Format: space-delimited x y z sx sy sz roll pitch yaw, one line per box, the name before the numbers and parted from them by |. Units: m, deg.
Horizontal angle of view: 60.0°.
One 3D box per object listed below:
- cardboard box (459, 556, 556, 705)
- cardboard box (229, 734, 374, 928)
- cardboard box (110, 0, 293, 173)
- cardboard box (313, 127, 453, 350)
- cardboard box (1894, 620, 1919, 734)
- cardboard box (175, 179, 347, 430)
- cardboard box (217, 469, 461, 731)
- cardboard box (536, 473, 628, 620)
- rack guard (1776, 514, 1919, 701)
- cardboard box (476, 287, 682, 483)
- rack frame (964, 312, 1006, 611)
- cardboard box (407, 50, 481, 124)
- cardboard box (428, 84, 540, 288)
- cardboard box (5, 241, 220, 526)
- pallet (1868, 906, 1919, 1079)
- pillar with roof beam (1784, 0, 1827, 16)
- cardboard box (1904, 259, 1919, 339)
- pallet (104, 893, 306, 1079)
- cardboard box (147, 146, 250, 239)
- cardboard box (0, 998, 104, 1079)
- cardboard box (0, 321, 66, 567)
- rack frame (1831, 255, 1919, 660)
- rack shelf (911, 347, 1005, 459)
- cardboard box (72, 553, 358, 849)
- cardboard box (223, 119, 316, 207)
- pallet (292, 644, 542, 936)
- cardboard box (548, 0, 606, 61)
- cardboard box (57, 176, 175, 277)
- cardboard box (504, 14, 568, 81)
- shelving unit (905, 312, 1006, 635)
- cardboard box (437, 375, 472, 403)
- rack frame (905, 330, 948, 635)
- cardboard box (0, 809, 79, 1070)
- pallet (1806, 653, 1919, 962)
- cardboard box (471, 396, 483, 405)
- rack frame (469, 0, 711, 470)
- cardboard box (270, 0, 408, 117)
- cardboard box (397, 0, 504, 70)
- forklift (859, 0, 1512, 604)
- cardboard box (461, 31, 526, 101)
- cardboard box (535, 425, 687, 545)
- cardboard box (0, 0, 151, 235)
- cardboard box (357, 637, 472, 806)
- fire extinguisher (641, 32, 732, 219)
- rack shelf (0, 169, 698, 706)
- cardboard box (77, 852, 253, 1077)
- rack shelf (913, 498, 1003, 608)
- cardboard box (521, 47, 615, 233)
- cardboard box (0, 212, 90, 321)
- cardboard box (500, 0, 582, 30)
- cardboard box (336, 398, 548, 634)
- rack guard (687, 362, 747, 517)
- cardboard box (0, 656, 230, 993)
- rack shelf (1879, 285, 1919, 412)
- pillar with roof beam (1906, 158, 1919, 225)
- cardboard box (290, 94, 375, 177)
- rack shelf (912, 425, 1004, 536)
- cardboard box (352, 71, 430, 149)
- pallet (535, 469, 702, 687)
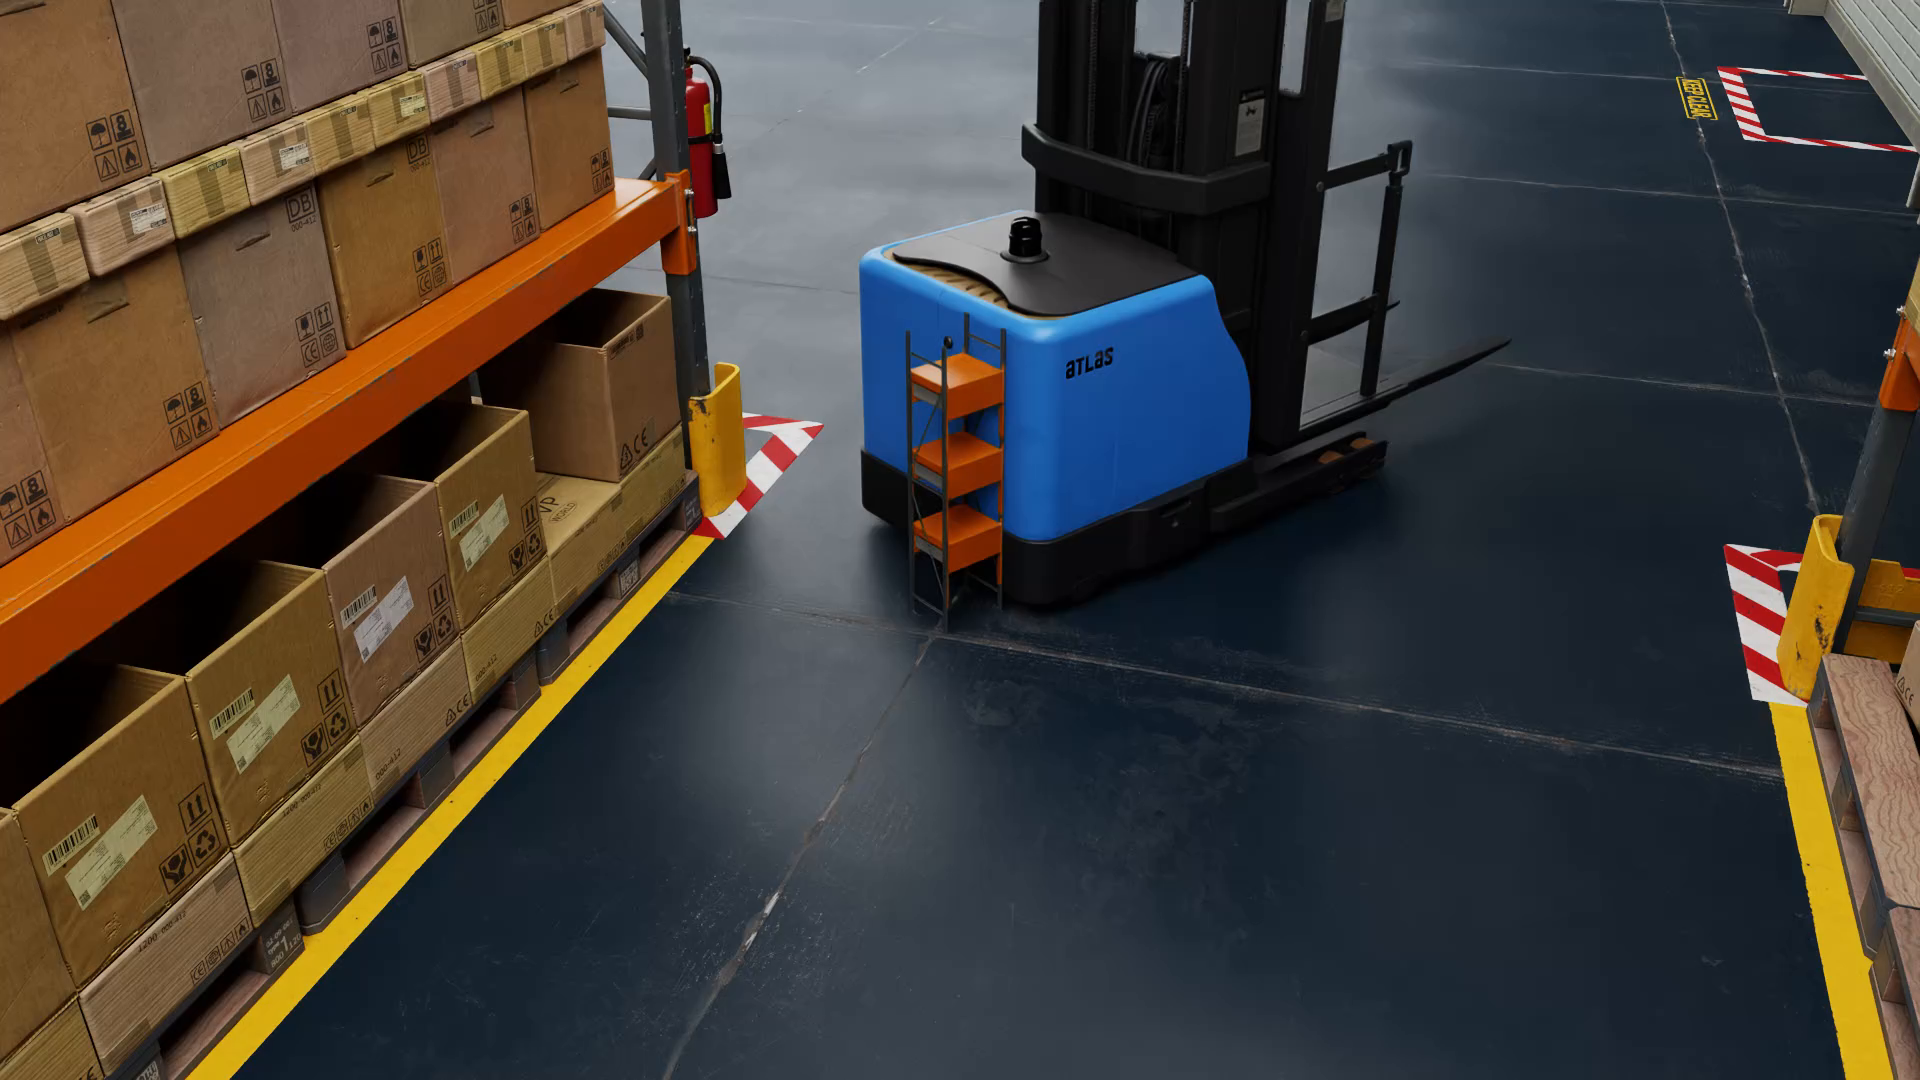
cardboard box | -1.605 0.234 5.140 0.500 0.250 0.500 8 30 15
cardboard box | -1.894 0.700 4.303 0.500 0.250 0.500 8 30 15
cardboard box | -2.058 -1.200 3.885 0.700 0.500 0.500 9 30 15
cardboard box | -1.900 -0.896 4.672 0.700 0.500 0.500 9 30 15
cardboard box | 2.998 0.455 4.660 0.500 0.311 0.500 5 30 9
cardboard box | -2.051 -0.650 4.231 0.700 0.500 0.500 9 30 16
cardboard box | -1.750 0.139 4.539 0.500 0.500 0.500 8 30 15
cardboard box | -1.460 0.002 5.558 0.500 0.250 0.500 8 30 15
rack guard | 3.265 0.291 5.213 1.175 0.500 0.348 8 30 15
cardboard box | -1.323 -0.560 5.796 0.500 0.500 0.500 8 30 15
rack frame | 0.080 -0.249 5.617 0.008 1.050 0.200 -22 36 -34
cardboard box | -1.606 -1.307 4.744 0.380 0.149 0.250 9 30 16
cardboard box | -1.748 -1.126 5.085 0.700 0.500 0.500 9 30 16
cardboard box | -2.200 -0.412 3.803 0.700 0.500 0.500 9 30 16
pallet | 2.632 1.355 3.597 1.003 0.211 1.213 8 30 15
pillar with roof beam | 3.315 -9.200 13.532 9.100 9.000 0.400 8 30 15
cardboard box | 2.840 -0.598 4.374 0.500 0.250 0.500 8 30 13
pallet | -2.350 1.172 3.926 1.003 0.211 1.213 8 30 15
cardboard box | -1.908 -0.828 3.882 0.380 0.149 0.250 8 30 14
cardboard box | -2.198 1.163 3.470 0.500 0.250 0.500 8 30 15
cardboard box | -2.351 -0.180 3.385 0.700 0.500 0.500 8 30 14
rack frame | 3.287 -0.837 4.668 1.000 3.000 0.127 8 30 15
rack shelf | -0.014 -0.449 5.416 0.240 0.259 0.215 -22 36 -34
cardboard box | -1.895 0.372 4.121 0.500 0.500 0.500 8 30 15
cardboard box | -1.833 -0.943 4.089 0.380 0.149 0.250 8 30 14
pallet | -1.994 0.603 4.948 1.003 0.211 1.213 8 30 15
cardboard box | -1.380 -1.664 5.386 0.380 0.149 0.250 8 30 14
cardboard box | -1.985 -0.707 3.665 0.380 0.149 0.250 8 30 13
cardboard box | -1.455 -1.542 5.167 0.380 0.149 0.250 9 30 16
shelving unit | -0.014 -0.211 5.549 0.252 1.050 0.215 -22 36 -34
cardboard box | -1.965 -0.401 5.511 0.500 0.500 0.500 8 30 15
rack frame | -0.108 -0.173 5.481 0.008 1.050 0.200 -22 36 -34
cardboard box | -2.188 0.837 3.285 0.500 0.500 0.500 8 30 15
pallet | 2.992 0.790 4.613 1.003 0.211 1.213 8 30 15
cardboard box | -1.820 -0.306 6.111 0.500 0.250 0.500 8 30 15
rack frame | -1.450 -1.542 5.936 1.000 3.000 0.127 8 30 15
cardboard box | -1.911 -1.433 4.303 0.700 0.500 0.500 9 30 15
cardboard box | -1.764 -1.667 4.725 0.700 0.500 0.500 8 30 14
forklift | 1.084 -1.642 6.186 3.031 2.935 1.130 -22 36 -34
cardboard box | -1.530 -1.423 4.953 0.380 0.149 0.250 8 30 14
cardboard box | -1.325 -0.232 5.978 0.500 0.250 0.500 8 30 15
cardboard box | -2.205 -0.968 3.468 0.700 0.500 0.500 8 30 15
cardboard box | -1.753 0.467 4.722 0.500 0.250 0.500 8 30 15
fire extinguisher | -0.971 -1.497 5.934 0.296 0.674 0.183 8 30 15
rack shelf | -2.037 -0.298 4.440 1.077 0.370 4.000 8 30 15
cardboard box | -2.046 0.931 3.887 0.500 0.250 0.500 8 30 15
rack shelf | -0.014 0.041 5.689 0.240 0.259 0.215 -22 36 -34
cardboard box | -1.599 -1.370 5.525 0.700 0.500 0.500 9 30 15
cardboard box | -2.061 -0.582 3.441 0.380 0.149 0.250 7 30 13
cardboard box | -1.614 -1.913 5.165 0.700 0.500 0.500 9 30 15
cardboard box | -1.602 -0.093 4.956 0.500 0.500 0.500 8 30 15
rack guard | -1.443 -0.461 6.564 1.175 0.500 0.348 8 30 15
cardboard box | -2.049 0.603 3.705 0.500 0.500 0.500 8 30 15
rack shelf | 2.700 0.407 3.172 1.077 0.370 4.000 8 30 15
pillar with roof beam | 1.554 -6.412 8.520 9.100 9.000 0.400 8 30 15
cardboard box | -1.758 -1.062 4.304 0.380 0.149 0.250 9 30 16
rack shelf | -0.014 -0.201 5.554 0.240 0.259 0.215 -22 36 -34
cardboard box | -1.683 -1.185 4.524 0.380 0.149 0.250 9 30 16
pallet | -1.634 0.038 5.964 1.003 0.211 1.213 8 30 15
